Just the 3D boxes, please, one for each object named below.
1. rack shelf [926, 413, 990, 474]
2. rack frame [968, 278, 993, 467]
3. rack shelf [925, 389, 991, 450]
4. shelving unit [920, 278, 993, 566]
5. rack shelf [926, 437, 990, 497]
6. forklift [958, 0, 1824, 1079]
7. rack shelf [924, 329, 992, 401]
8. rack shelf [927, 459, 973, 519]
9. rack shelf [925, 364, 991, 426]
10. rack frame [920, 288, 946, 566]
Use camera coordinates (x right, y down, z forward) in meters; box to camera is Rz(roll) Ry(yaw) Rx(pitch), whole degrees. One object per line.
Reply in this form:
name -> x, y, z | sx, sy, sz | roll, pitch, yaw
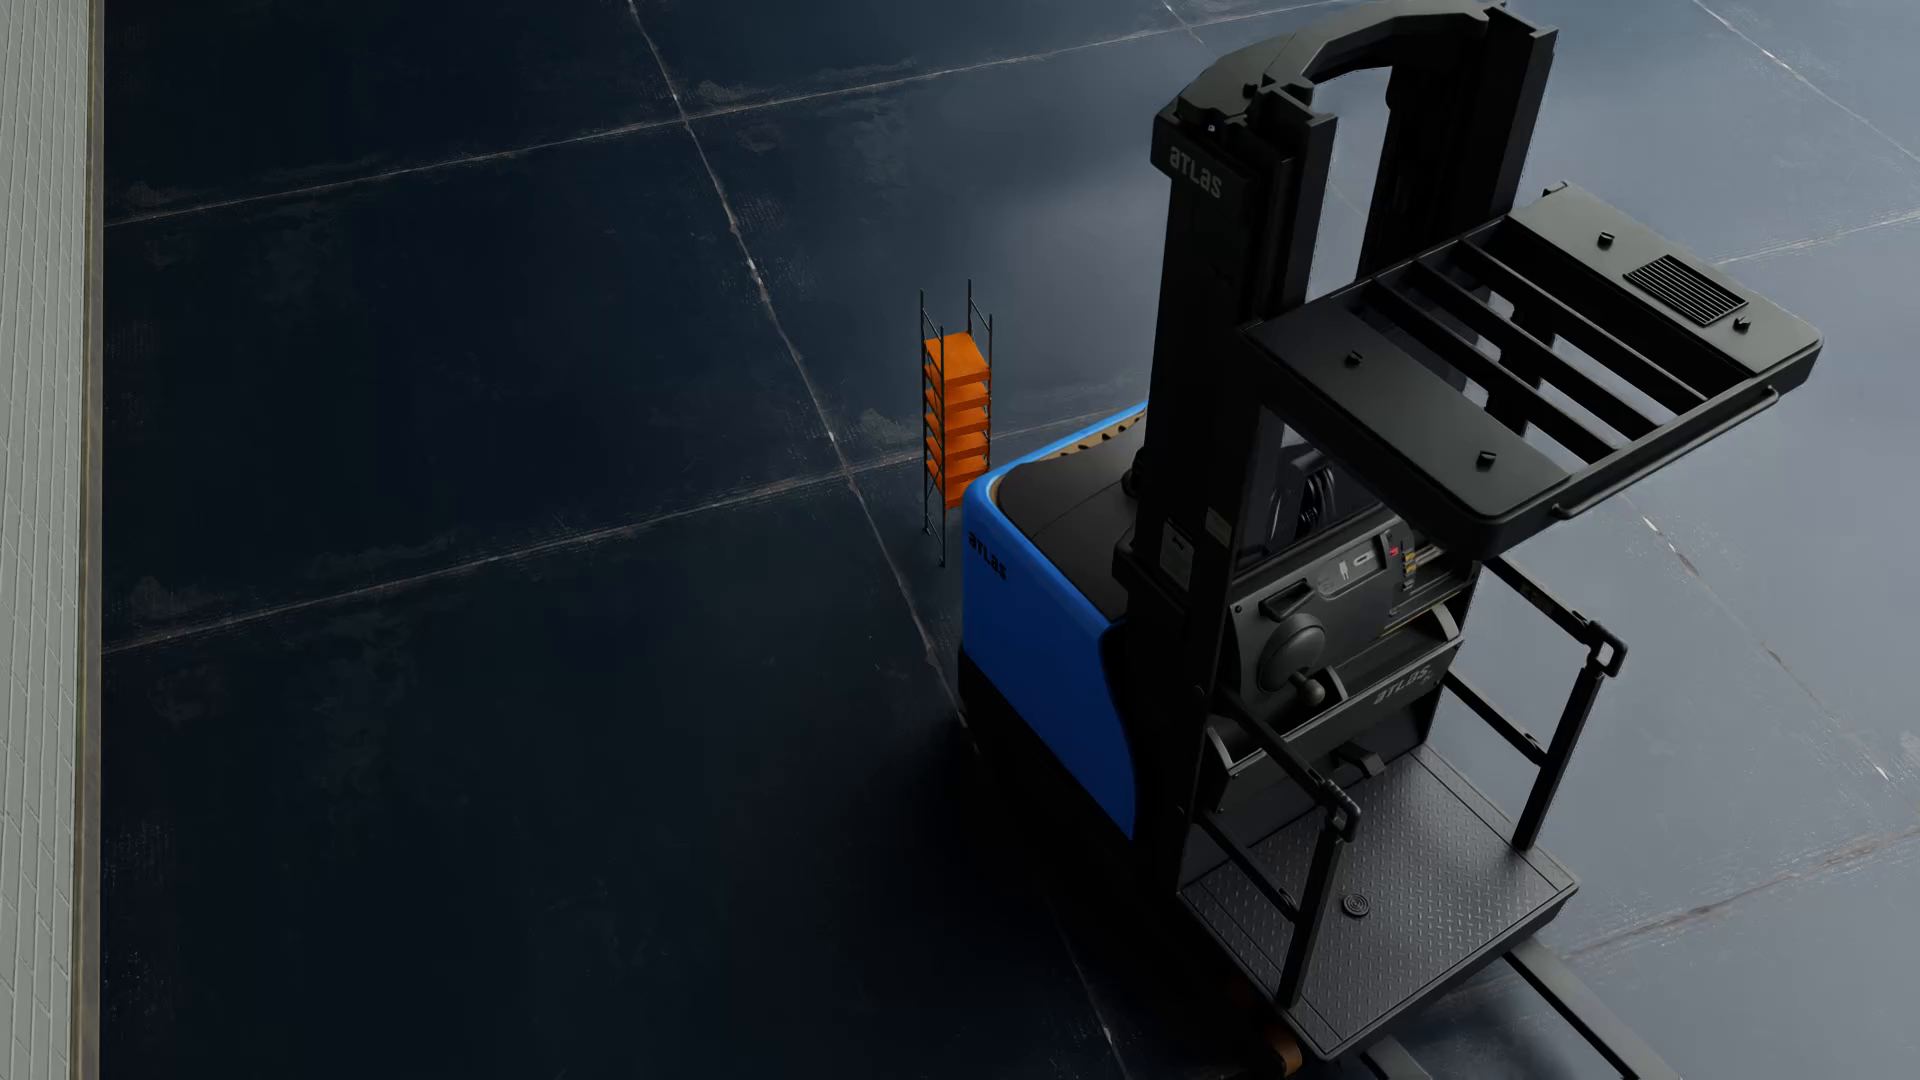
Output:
rack shelf -> -0.014, -0.389, 6.353 | 0.180, 0.103, 0.258 | -14, 47, -14
rack frame -> 0.072, -0.442, 6.343 | 0.006, 1.200, 0.240 | -14, 47, -14
rack shelf -> -0.014, -0.473, 6.268 | 0.180, 0.103, 0.258 | -14, 47, -14
shelving unit -> -0.014, -0.420, 6.322 | 0.189, 1.200, 0.258 | -14, 47, -14
rack shelf -> -0.014, -0.304, 6.438 | 0.180, 0.103, 0.258 | -14, 47, -14
forklift -> 1.227, 0.220, 4.461 | 1.130, 2.935, 3.031 | -25, 50, -23
rack shelf -> -0.014, -0.643, 6.098 | 0.180, 0.103, 0.258 | -14, 47, -14
rack shelf -> -0.014, -0.219, 6.523 | 0.180, 0.103, 0.258 | -14, 47, -14
rack shelf -> -0.014, -0.558, 6.183 | 0.180, 0.103, 0.258 | -14, 47, -14
rack frame -> -0.100, -0.398, 6.300 | 0.006, 1.200, 0.240 | -14, 47, -14
